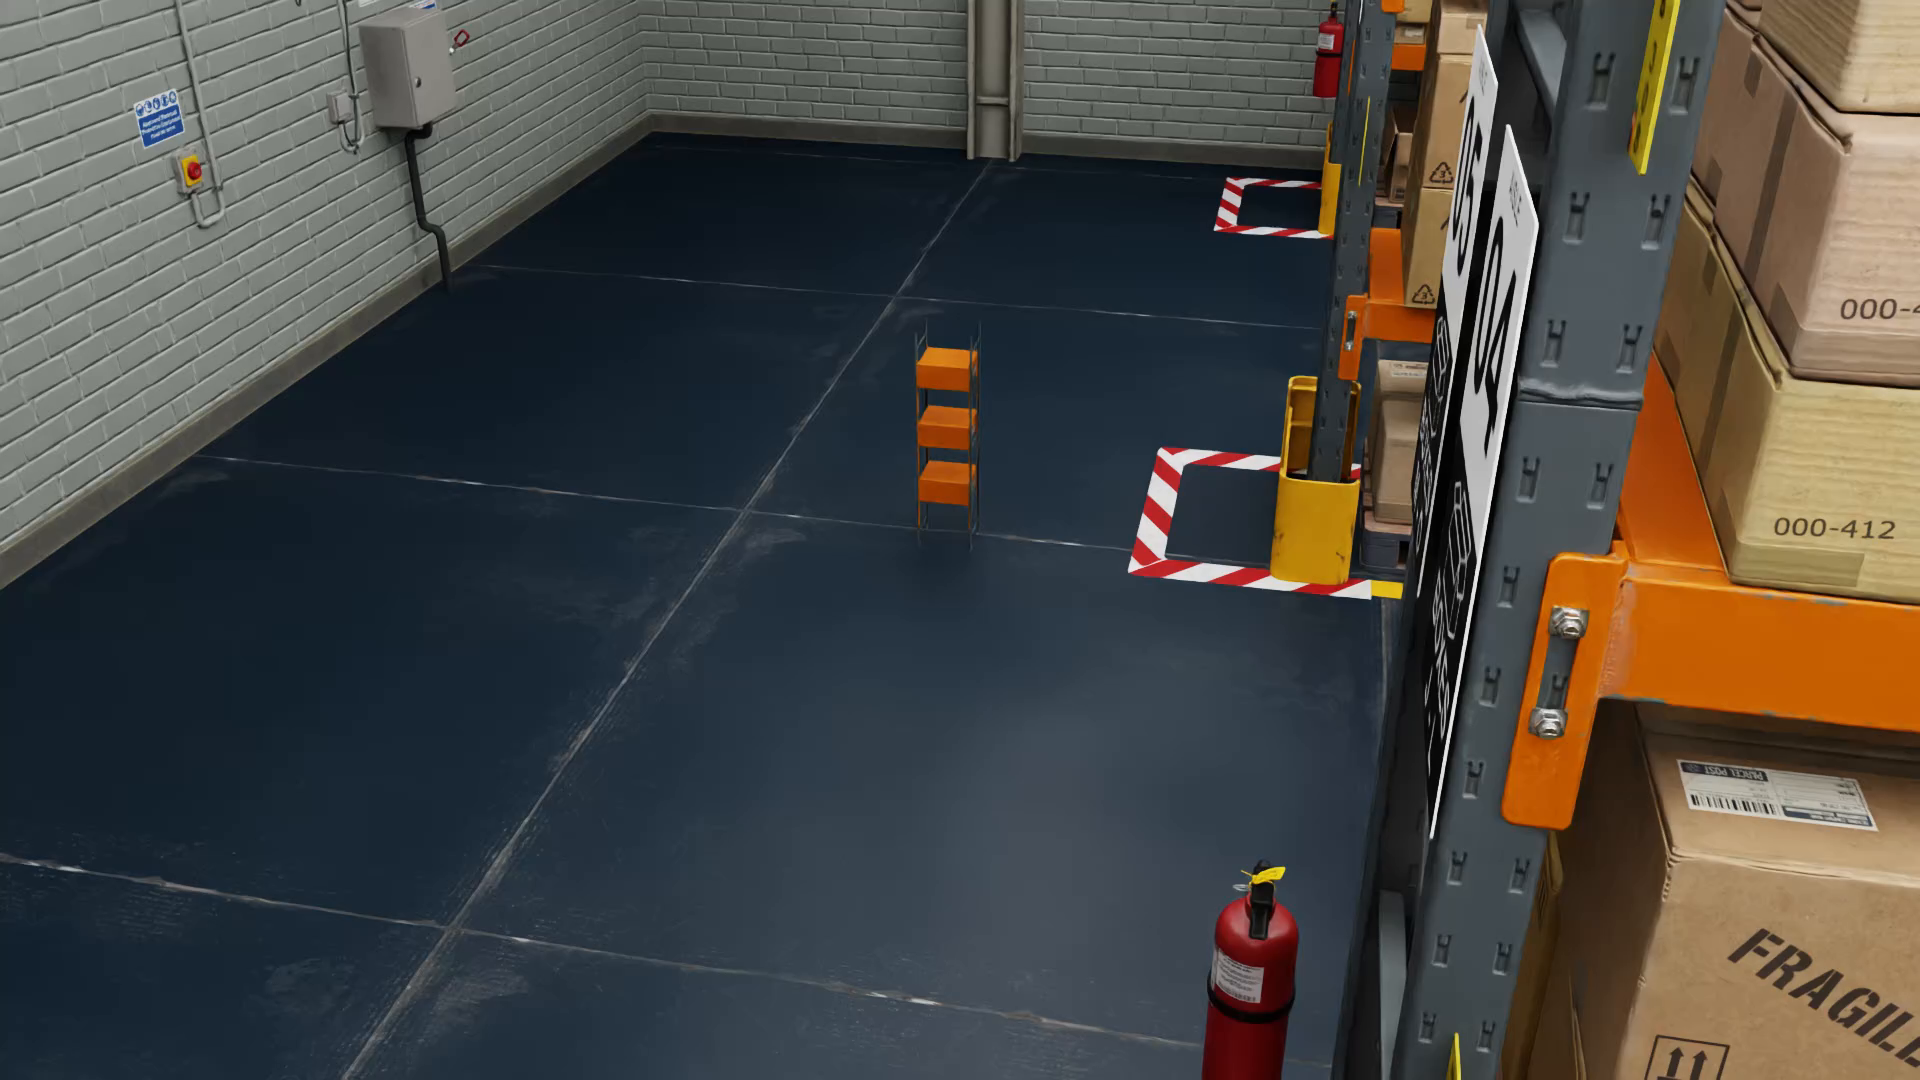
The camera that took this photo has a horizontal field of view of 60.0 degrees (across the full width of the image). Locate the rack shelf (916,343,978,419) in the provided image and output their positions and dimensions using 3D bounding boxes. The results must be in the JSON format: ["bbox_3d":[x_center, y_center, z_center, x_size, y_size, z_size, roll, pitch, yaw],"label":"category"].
[{"bbox_3d":[-0.052,-0.705,7.377,0.240,0.259,0.215,6,29,11],"label":"rack shelf"}]

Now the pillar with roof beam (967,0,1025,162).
[{"bbox_3d":[-0.620,-5.031,7.568,0.400,9.000,9.100,6,29,11],"label":"pillar with roof beam"}]

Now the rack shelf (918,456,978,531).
[{"bbox_3d":[-0.052,-0.213,7.646,0.240,0.259,0.215,6,29,11],"label":"rack shelf"}]

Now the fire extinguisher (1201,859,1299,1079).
[{"bbox_3d":[0.610,0.895,3.461,0.183,0.674,0.296,6,29,11],"label":"fire extinguisher"}]

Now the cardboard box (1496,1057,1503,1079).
[{"bbox_3d":[1.138,0.949,3.154,0.250,0.149,0.380,6,29,11],"label":"cardboard box"}]

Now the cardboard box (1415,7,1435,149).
[{"bbox_3d":[2.216,-1.942,7.028,0.500,0.500,0.500,7,29,12],"label":"cardboard box"}]

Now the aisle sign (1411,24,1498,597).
[{"bbox_3d":[0.751,-0.349,2.558,0.004,0.787,0.394,6,29,11],"label":"aisle sign"}]

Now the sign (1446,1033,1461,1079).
[{"bbox_3d":[0.647,0.814,2.238,0.005,0.325,0.100,6,29,11],"label":"sign"}]

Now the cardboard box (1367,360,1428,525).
[{"bbox_3d":[2.361,-0.437,7.655,0.875,0.438,0.875,5,29,9],"label":"cardboard box"}]

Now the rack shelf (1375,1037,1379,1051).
[{"bbox_3d":[2.716,1.455,2.717,4.000,0.370,1.077,6,29,11],"label":"rack shelf"}]

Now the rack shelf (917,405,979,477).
[{"bbox_3d":[-0.052,-0.457,7.513,0.240,0.259,0.215,6,29,11],"label":"rack shelf"}]

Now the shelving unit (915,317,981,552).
[{"bbox_3d":[-0.052,-0.466,7.508,0.252,1.050,0.215,6,29,11],"label":"shelving unit"}]

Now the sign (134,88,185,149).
[{"bbox_3d":[-3.894,-2.052,8.093,0.001,0.218,0.327,6,29,11],"label":"sign"}]

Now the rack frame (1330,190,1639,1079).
[{"bbox_3d":[0.760,0.939,2.911,0.127,3.000,1.000,6,29,11],"label":"rack frame"}]

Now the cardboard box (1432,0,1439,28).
[{"bbox_3d":[2.088,-2.221,6.862,0.250,0.149,0.380,6,29,11],"label":"cardboard box"}]

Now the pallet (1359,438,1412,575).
[{"bbox_3d":[2.493,-0.129,7.766,1.213,0.211,1.003,6,29,11],"label":"pallet"}]

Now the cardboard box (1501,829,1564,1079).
[{"bbox_3d":[1.253,0.689,2.954,0.500,0.500,0.500,6,29,12],"label":"cardboard box"}]

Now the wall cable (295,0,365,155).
[{"bbox_3d":[-3.540,-3.063,9.163,0.122,1.984,0.588,6,29,11],"label":"wall cable"}]

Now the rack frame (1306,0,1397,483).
[{"bbox_3d":[1.695,-1.396,7.176,0.127,3.000,1.000,6,29,11],"label":"rack frame"}]

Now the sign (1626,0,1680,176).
[{"bbox_3d":[0.647,-0.505,1.515,0.005,0.325,0.100,6,29,11],"label":"sign"}]

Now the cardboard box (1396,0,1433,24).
[{"bbox_3d":[3.115,-3.620,11.085,0.500,0.250,0.500,6,29,11],"label":"cardboard box"}]

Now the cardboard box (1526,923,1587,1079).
[{"bbox_3d":[1.141,0.940,2.496,0.500,0.500,0.500,7,30,13],"label":"cardboard box"}]

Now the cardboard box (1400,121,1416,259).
[{"bbox_3d":[2.222,-1.515,7.290,0.500,0.500,0.500,6,29,11],"label":"cardboard box"}]

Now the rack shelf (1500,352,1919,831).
[{"bbox_3d":[2.716,0.139,1.997,4.000,0.370,1.077,6,29,11],"label":"rack shelf"}]

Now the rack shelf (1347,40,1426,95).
[{"bbox_3d":[4.684,-3.211,11.241,4.000,0.370,1.077,6,29,11],"label":"rack shelf"}]

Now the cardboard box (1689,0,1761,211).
[{"bbox_3d":[1.263,-0.603,2.241,0.500,0.250,0.500,5,29,9],"label":"cardboard box"}]

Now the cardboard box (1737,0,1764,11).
[{"bbox_3d":[1.146,-0.810,2.202,0.250,0.149,0.380,6,29,10],"label":"cardboard box"}]

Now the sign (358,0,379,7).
[{"bbox_3d":[-3.457,-3.279,9.756,0.001,0.242,0.339,6,29,11],"label":"sign"}]

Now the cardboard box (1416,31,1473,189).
[{"bbox_3d":[2.105,-1.696,6.579,0.500,0.500,0.500,5,29,9],"label":"cardboard box"}]

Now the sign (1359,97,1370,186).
[{"bbox_3d":[1.573,-1.550,6.474,0.005,0.325,0.100,6,29,11],"label":"sign"}]

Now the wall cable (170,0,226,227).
[{"bbox_3d":[-3.825,-2.410,7.937,0.123,1.953,0.585,6,29,11],"label":"wall cable"}]

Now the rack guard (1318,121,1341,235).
[{"bbox_3d":[2.802,-2.623,12.021,0.348,0.500,1.175,6,29,11],"label":"rack guard"}]

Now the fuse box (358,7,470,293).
[{"bbox_3d":[-3.243,-2.357,10.273,0.414,1.711,0.539,6,29,11],"label":"fuse box"}]

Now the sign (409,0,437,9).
[{"bbox_3d":[-3.343,-3.133,10.448,0.001,0.494,0.329,6,29,11],"label":"sign"}]

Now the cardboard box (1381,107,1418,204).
[{"bbox_3d":[3.306,-2.711,11.740,0.637,0.503,0.797,5,29,9],"label":"cardboard box"}]

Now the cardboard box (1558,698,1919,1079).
[{"bbox_3d":[1.143,0.496,2.266,0.500,0.500,0.500,6,29,10],"label":"cardboard box"}]

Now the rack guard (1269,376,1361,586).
[{"bbox_3d":[1.671,-0.302,7.780,0.348,0.500,1.175,6,29,11],"label":"rack guard"}]

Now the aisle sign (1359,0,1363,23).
[{"bbox_3d":[1.564,-2.407,6.316,0.004,0.787,0.394,6,29,11],"label":"aisle sign"}]

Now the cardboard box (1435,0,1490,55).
[{"bbox_3d":[1.984,-1.997,6.453,0.250,0.149,0.380,6,29,12],"label":"cardboard box"}]

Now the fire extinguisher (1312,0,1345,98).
[{"bbox_3d":[2.487,-3.327,11.173,0.183,0.674,0.296,6,29,11],"label":"fire extinguisher"}]

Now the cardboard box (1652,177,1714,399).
[{"bbox_3d":[1.260,-0.389,2.370,0.500,0.250,0.500,5,29,9],"label":"cardboard box"}]

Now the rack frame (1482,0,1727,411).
[{"bbox_3d":[0.760,-1.692,1.470,0.127,3.000,1.000,6,29,11],"label":"rack frame"}]

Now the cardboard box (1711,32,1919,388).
[{"bbox_3d":[1.145,-0.363,1.802,0.500,0.250,0.500,6,29,11],"label":"cardboard box"}]

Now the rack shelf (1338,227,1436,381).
[{"bbox_3d":[3.651,-0.880,6.982,4.000,0.370,1.077,6,29,11],"label":"rack shelf"}]

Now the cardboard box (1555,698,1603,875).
[{"bbox_3d":[1.259,0.255,2.705,0.500,0.500,0.500,5,29,10],"label":"cardboard box"}]

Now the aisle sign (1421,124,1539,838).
[{"bbox_3d":[0.626,-0.068,2.043,0.004,0.787,0.394,6,29,11],"label":"aisle sign"}]

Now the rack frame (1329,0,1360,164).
[{"bbox_3d":[2.728,-3.727,11.434,0.127,3.000,1.000,6,29,11],"label":"rack frame"}]

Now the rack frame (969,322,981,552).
[{"bbox_3d":[0.067,-0.454,7.485,0.008,1.050,0.200,6,29,11],"label":"rack frame"}]

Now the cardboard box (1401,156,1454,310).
[{"bbox_3d":[2.104,-1.257,6.818,0.500,0.500,0.500,6,29,10],"label":"cardboard box"}]

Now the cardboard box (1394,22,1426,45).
[{"bbox_3d":[2.992,-3.455,11.199,0.250,0.149,0.380,6,29,10],"label":"cardboard box"}]

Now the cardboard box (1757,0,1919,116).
[{"bbox_3d":[1.029,-0.566,1.756,0.250,0.149,0.380,6,29,10],"label":"cardboard box"}]

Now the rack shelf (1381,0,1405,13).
[{"bbox_3d":[3.651,-2.195,6.262,4.000,0.370,1.077,6,29,11],"label":"rack shelf"}]

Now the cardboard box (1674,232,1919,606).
[{"bbox_3d":[1.146,-0.146,1.925,0.500,0.250,0.500,7,29,12],"label":"cardboard box"}]

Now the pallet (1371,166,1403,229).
[{"bbox_3d":[3.582,-2.417,11.945,1.213,0.211,1.003,6,29,11],"label":"pallet"}]

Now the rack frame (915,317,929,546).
[{"bbox_3d":[-0.172,-0.478,7.530,0.008,1.050,0.200,6,29,11],"label":"rack frame"}]

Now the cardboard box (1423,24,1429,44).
[{"bbox_3d":[3.250,-3.451,11.192,0.250,0.149,0.380,7,29,12],"label":"cardboard box"}]
